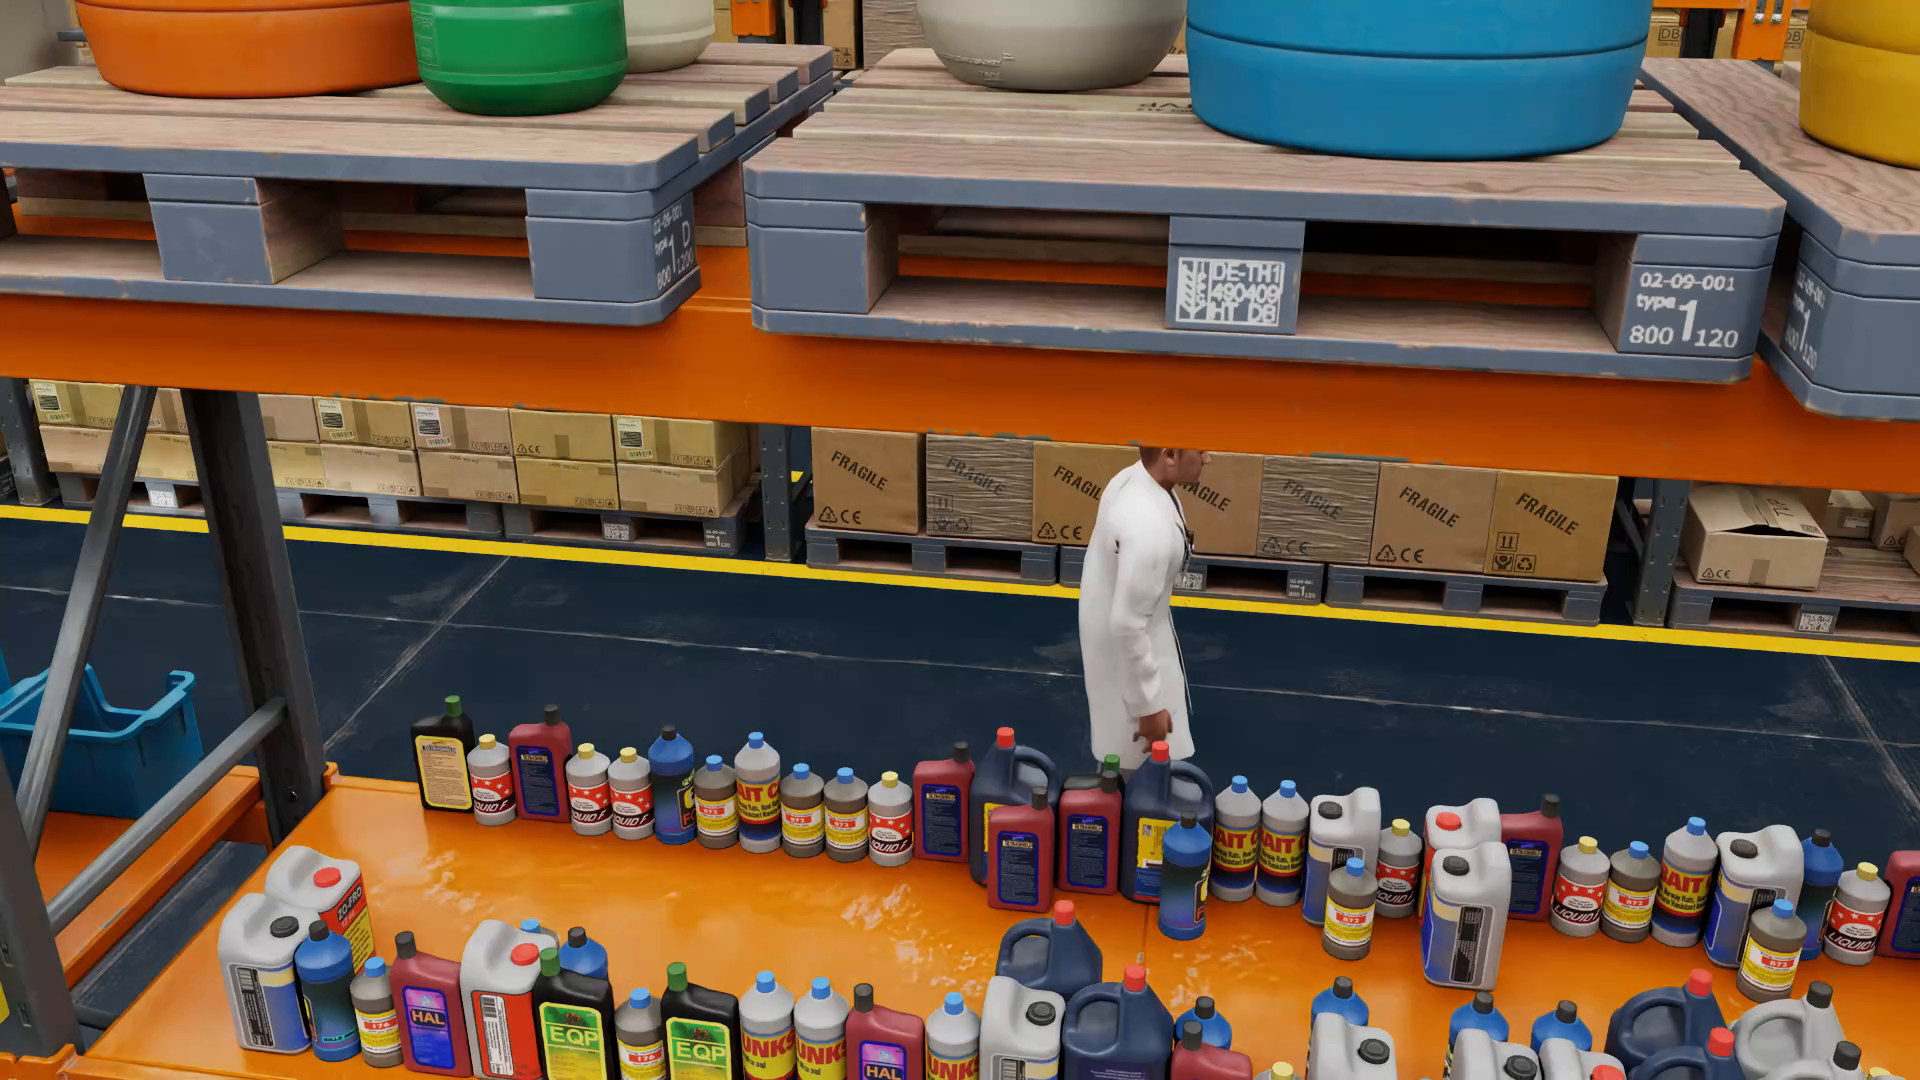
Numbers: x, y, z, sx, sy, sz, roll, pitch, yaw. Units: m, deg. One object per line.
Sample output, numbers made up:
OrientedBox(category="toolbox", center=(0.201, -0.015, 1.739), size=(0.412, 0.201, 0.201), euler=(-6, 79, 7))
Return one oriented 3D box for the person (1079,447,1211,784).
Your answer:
OrientedBox(category="person", center=(0.580, 0.466, 5.250), size=(0.429, 1.654, 0.645), euler=(3, 25, 6))
